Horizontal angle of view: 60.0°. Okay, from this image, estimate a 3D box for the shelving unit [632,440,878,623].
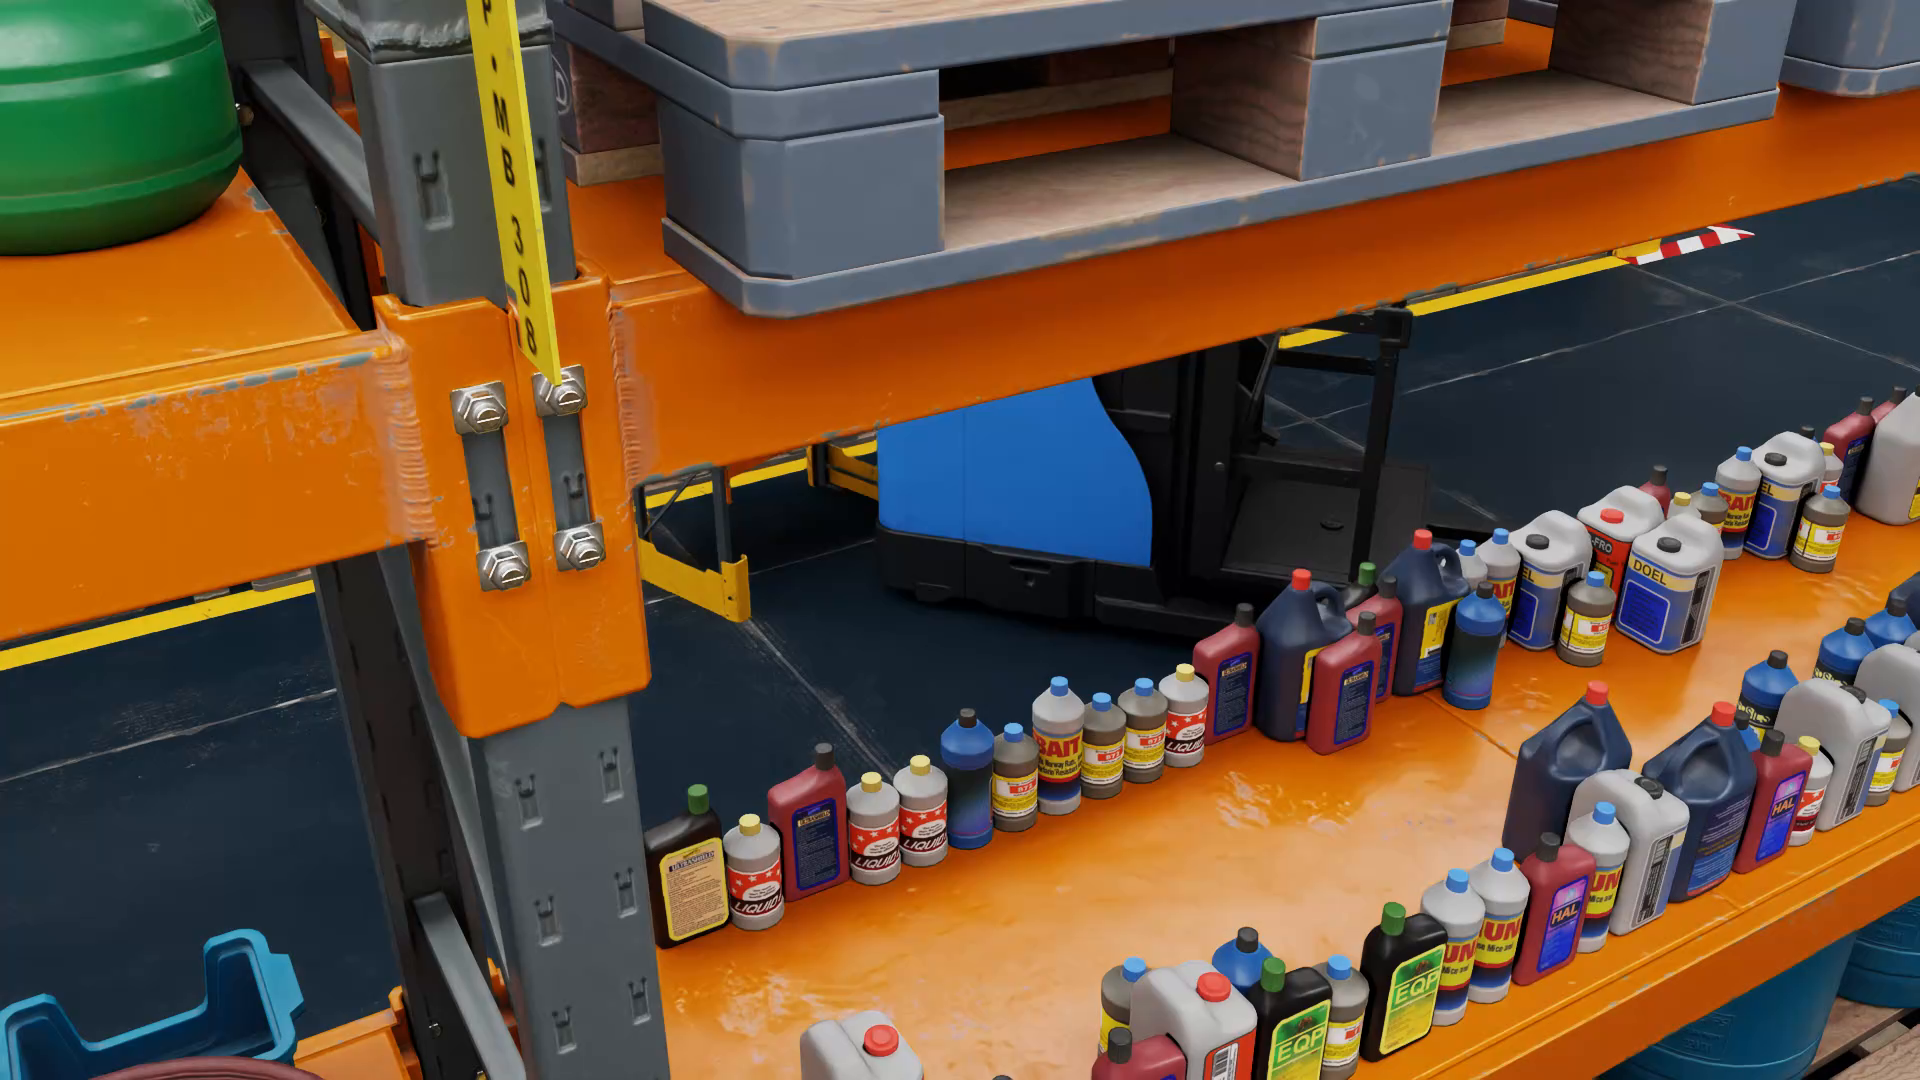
[{"bbox_3d":[-0.720,-0.635,6.349,0.587,1.500,1.083,21,35,33],"label":"shelving unit"}]

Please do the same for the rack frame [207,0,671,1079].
[{"bbox_3d":[-0.595,0.769,2.252,0.127,3.000,1.000,-16,33,-26],"label":"rack frame"}]

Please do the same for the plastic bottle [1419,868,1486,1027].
[{"bbox_3d":[0.769,0.635,2.629,0.097,0.271,0.097,0,29,0],"label":"plastic bottle"}]

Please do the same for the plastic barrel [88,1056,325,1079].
[{"bbox_3d":[-0.841,0.949,1.785,0.708,0.536,0.600,-16,33,-26],"label":"plastic barrel"}]

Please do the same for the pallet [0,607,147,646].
[{"bbox_3d":[-3.830,0.111,6.331,1.213,0.211,1.003,-16,33,-26],"label":"pallet"}]

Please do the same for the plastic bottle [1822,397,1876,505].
[{"bbox_3d":[2.207,-0.215,4.155,0.133,0.283,0.061,-16,33,-26],"label":"plastic bottle"}]

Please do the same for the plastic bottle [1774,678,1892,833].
[{"bbox_3d":[1.612,0.378,3.089,0.135,0.276,0.152,-16,33,-26],"label":"plastic bottle"}]

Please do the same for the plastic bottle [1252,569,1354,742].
[{"bbox_3d":[0.682,0.212,3.312,0.185,0.351,0.144,-16,33,-26],"label":"plastic bottle"}]

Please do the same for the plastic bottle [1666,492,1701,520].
[{"bbox_3d":[1.665,-0.015,3.877,0.097,0.201,0.097,0,29,0],"label":"plastic bottle"}]

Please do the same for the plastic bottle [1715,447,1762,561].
[{"bbox_3d":[1.833,-0.093,3.947,0.097,0.271,0.097,0,29,0],"label":"plastic bottle"}]

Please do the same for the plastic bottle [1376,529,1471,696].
[{"bbox_3d":[0.956,0.134,3.453,0.185,0.351,0.144,-16,33,-26],"label":"plastic bottle"}]

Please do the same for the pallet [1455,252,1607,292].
[{"bbox_3d":[3.044,-1.819,9.827,1.213,0.211,1.003,-16,33,-26],"label":"pallet"}]

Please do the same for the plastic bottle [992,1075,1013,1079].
[{"bbox_3d":[0.056,0.837,2.262,0.097,0.271,0.097,0,29,0],"label":"plastic bottle"}]

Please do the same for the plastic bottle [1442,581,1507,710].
[{"bbox_3d":[1.055,0.209,3.400,0.097,0.271,0.097,0,29,0],"label":"plastic bottle"}]

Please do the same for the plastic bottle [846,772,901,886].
[{"bbox_3d":[-0.154,0.502,2.942,0.097,0.201,0.097,0,29,0],"label":"plastic bottle"}]

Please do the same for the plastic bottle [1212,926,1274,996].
[{"bbox_3d":[0.424,0.698,2.513,0.097,0.271,0.097,0,29,0],"label":"plastic bottle"}]

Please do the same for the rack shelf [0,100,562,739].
[{"bbox_3d":[-2.319,0.260,0.814,4.000,0.370,1.077,-16,33,-26],"label":"rack shelf"}]

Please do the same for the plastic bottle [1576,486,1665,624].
[{"bbox_3d":[1.464,0.025,3.728,0.135,0.276,0.152,-16,33,-26],"label":"plastic bottle"}]

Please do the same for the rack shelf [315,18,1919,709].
[{"bbox_3d":[1.130,-0.719,2.589,4.000,0.370,1.077,-16,33,-26],"label":"rack shelf"}]

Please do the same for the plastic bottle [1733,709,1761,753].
[{"bbox_3d":[1.380,0.427,3.005,0.097,0.271,0.097,0,29,0],"label":"plastic bottle"}]

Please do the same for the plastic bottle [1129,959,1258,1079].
[{"bbox_3d":[0.341,0.739,2.435,0.135,0.276,0.152,-16,33,-26],"label":"plastic bottle"}]

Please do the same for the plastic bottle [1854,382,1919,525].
[{"bbox_3d":[2.352,-0.228,4.109,0.185,0.351,0.144,-16,33,-26],"label":"plastic bottle"}]

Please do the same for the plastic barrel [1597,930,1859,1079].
[{"bbox_3d":[1.766,0.824,3.890,0.708,0.901,0.600,-16,33,-26],"label":"plastic barrel"}]

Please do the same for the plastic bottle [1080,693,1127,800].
[{"bbox_3d":[0.265,0.383,3.157,0.097,0.201,0.097,0,29,0],"label":"plastic bottle"}]

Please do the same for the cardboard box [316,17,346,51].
[{"bbox_3d":[-2.615,-1.724,6.232,0.700,0.500,0.500,22,36,34],"label":"cardboard box"}]

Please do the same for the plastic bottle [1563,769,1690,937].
[{"bbox_3d":[1.138,0.512,2.845,0.135,0.276,0.152,-16,33,-26],"label":"plastic bottle"}]

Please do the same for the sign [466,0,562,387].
[{"bbox_3d":[-0.310,-0.271,1.141,0.005,0.325,0.100,-16,33,-26],"label":"sign"}]

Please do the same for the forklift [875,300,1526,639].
[{"bbox_3d":[1.256,-1.090,5.691,3.031,2.935,1.130,8,30,14],"label":"forklift"}]

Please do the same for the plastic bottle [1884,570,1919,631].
[{"bbox_3d":[1.995,0.158,3.411,0.185,0.351,0.144,-16,33,-26],"label":"plastic bottle"}]

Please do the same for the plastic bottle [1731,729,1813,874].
[{"bbox_3d":[1.436,0.450,2.951,0.133,0.283,0.061,-16,33,-26],"label":"plastic bottle"}]

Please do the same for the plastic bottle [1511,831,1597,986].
[{"bbox_3d":[0.962,0.585,2.707,0.133,0.283,0.061,-16,33,-26],"label":"plastic bottle"}]

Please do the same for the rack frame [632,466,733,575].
[{"bbox_3d":[-1.042,-0.440,5.995,0.500,1.500,0.032,21,35,33],"label":"rack frame"}]

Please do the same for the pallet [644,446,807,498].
[{"bbox_3d":[-1.387,-0.538,7.507,1.213,0.211,1.003,-16,33,-26],"label":"pallet"}]

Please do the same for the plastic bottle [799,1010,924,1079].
[{"bbox_3d":[-0.135,0.789,2.345,0.135,0.276,0.152,-16,33,-26],"label":"plastic bottle"}]

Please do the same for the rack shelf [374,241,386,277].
[{"bbox_3d":[-1.376,-1.470,7.054,4.000,0.370,1.077,-16,33,-26],"label":"rack shelf"}]

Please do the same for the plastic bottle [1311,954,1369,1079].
[{"bbox_3d":[0.570,0.722,2.543,0.097,0.201,0.097,0,29,0],"label":"plastic bottle"}]

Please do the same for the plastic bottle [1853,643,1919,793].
[{"bbox_3d":[1.812,0.321,3.192,0.135,0.276,0.152,-16,33,-26],"label":"plastic bottle"}]

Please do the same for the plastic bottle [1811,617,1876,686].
[{"bbox_3d":[1.733,0.276,3.279,0.097,0.271,0.097,0,29,0],"label":"plastic bottle"}]

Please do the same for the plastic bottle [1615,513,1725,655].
[{"bbox_3d":[1.541,0.089,3.613,0.135,0.276,0.152,-16,33,-26],"label":"plastic bottle"}]

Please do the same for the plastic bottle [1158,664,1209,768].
[{"bbox_3d":[0.433,0.335,3.244,0.097,0.201,0.097,0,29,0],"label":"plastic bottle"}]

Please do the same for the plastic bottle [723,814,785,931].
[{"bbox_3d":[-0.353,0.558,2.839,0.097,0.201,0.097,0,29,0],"label":"plastic bottle"}]

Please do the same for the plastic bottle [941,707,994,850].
[{"bbox_3d":[0.014,0.424,3.011,0.097,0.271,0.097,0,29,0],"label":"plastic bottle"}]

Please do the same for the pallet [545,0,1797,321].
[{"bbox_3d":[0.114,-0.608,1.839,1.213,0.211,1.003,-16,33,-26],"label":"pallet"}]

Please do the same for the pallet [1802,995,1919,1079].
[{"bbox_3d":[2.168,1.182,4.390,1.213,0.211,1.003,-16,33,-26],"label":"pallet"}]

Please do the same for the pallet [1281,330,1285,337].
[{"bbox_3d":[0.940,-1.221,8.745,1.213,0.211,1.003,-16,33,-26],"label":"pallet"}]

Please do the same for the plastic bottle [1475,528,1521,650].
[{"bbox_3d":[1.150,0.101,3.596,0.097,0.271,0.097,0,29,0],"label":"plastic bottle"}]

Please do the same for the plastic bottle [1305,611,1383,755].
[{"bbox_3d":[0.756,0.278,3.262,0.133,0.283,0.061,-16,33,-26],"label":"plastic bottle"}]

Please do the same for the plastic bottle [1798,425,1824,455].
[{"bbox_3d":[2.033,-0.150,4.050,0.097,0.271,0.097,0,29,0],"label":"plastic bottle"}]

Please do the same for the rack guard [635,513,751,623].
[{"bbox_3d":[-1.030,0.100,6.310,0.587,0.250,0.087,21,35,33],"label":"rack guard"}]
